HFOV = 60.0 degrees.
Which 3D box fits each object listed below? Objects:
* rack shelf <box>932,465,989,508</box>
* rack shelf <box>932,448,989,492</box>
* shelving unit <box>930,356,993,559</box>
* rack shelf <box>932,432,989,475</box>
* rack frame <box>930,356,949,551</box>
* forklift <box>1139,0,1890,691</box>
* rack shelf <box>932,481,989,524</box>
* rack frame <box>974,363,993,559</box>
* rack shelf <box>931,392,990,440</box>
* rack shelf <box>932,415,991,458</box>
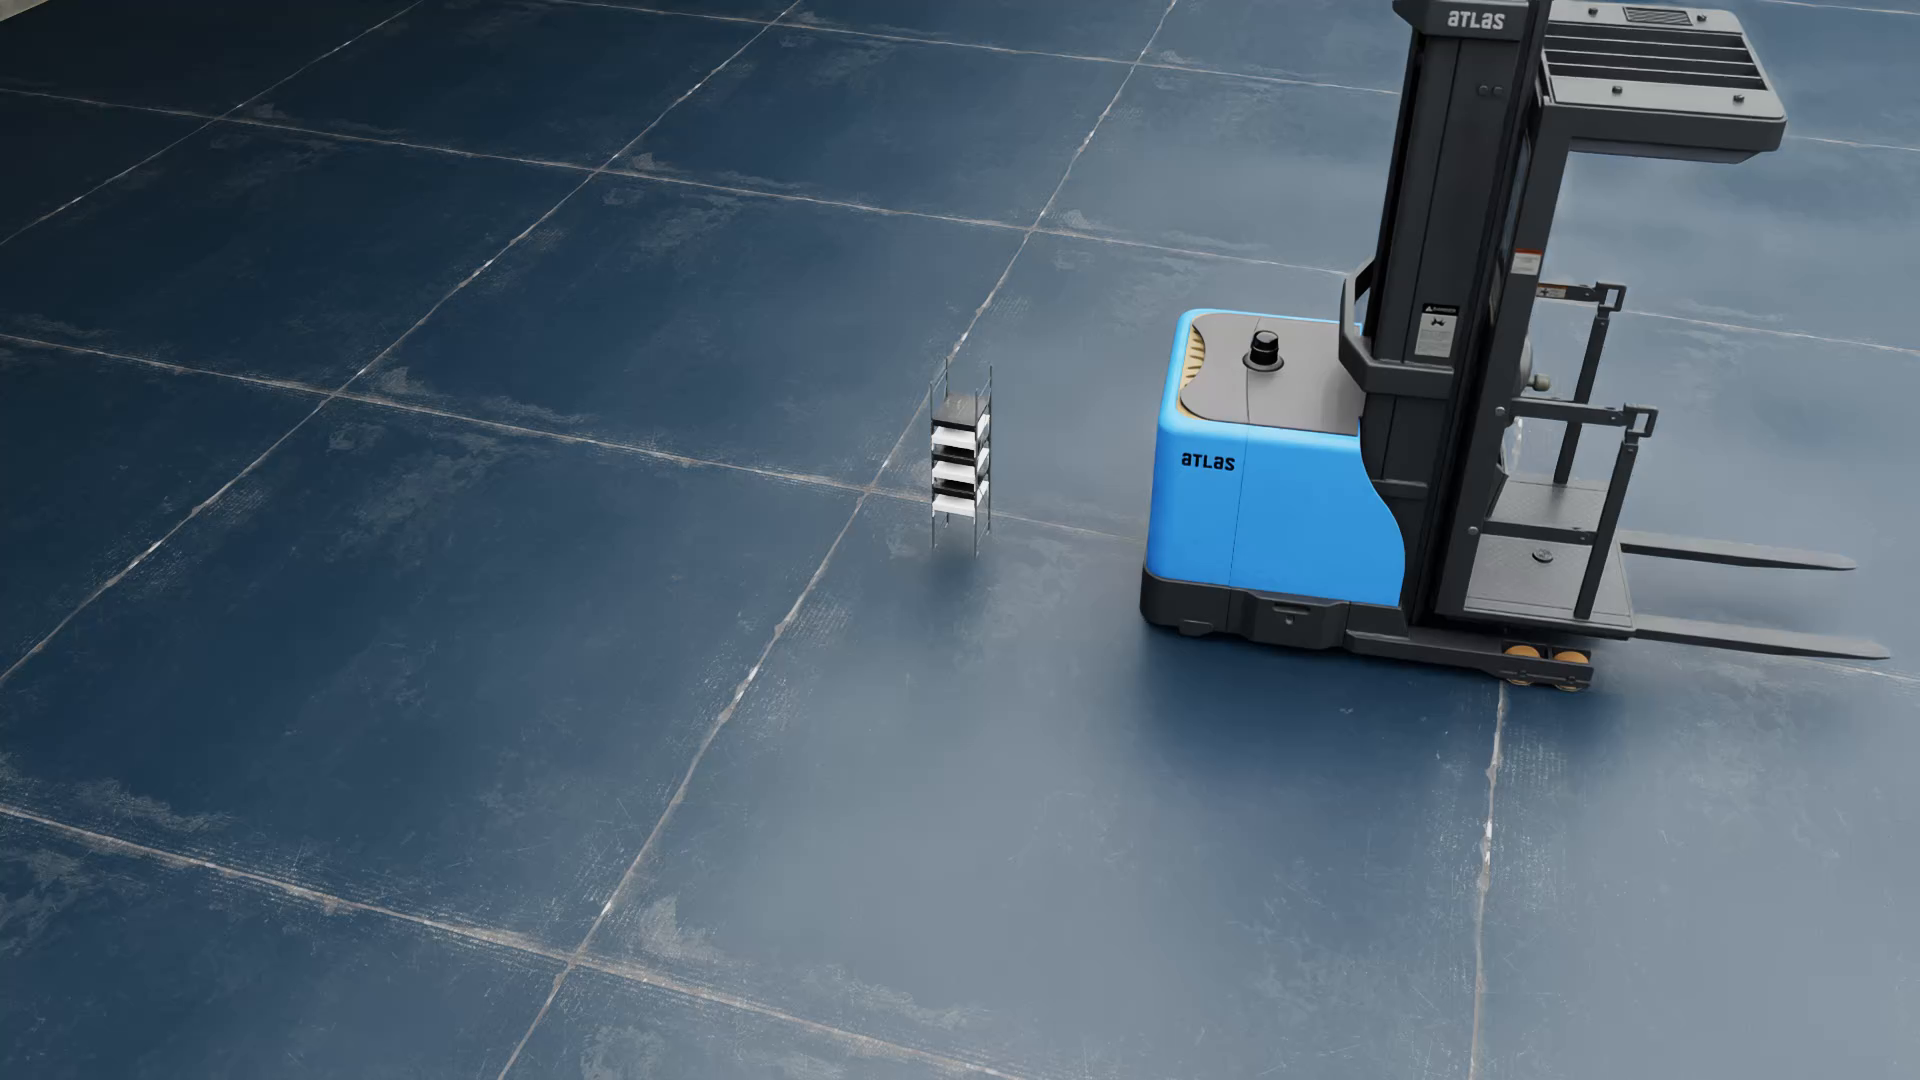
[{"bbox_3d":[0.008,-0.262,7.554,0.200,0.077,0.258,10,38,14],"label":"rack shelf"},{"bbox_3d":[0.008,-0.334,7.501,0.200,0.077,0.258,10,38,14],"label":"rack shelf"},{"bbox_3d":[0.008,-0.361,7.481,0.210,0.900,0.258,10,38,14],"label":"shelving unit"},{"bbox_3d":[0.008,-0.407,7.448,0.200,0.077,0.258,10,38,14],"label":"rack shelf"},{"bbox_3d":[-0.089,-0.379,7.506,0.006,0.900,0.240,10,38,14],"label":"rack frame"},{"bbox_3d":[2.349,-0.898,6.498,3.031,2.935,1.130,7,37,9],"label":"forklift"},{"bbox_3d":[0.008,-0.189,7.608,0.200,0.077,0.258,10,38,14],"label":"rack shelf"},{"bbox_3d":[0.105,-0.343,7.457,0.006,0.900,0.240,10,38,14],"label":"rack frame"},{"bbox_3d":[0.008,-0.552,7.341,0.200,0.077,0.258,10,38,14],"label":"rack shelf"},{"bbox_3d":[0.008,-0.479,7.394,0.200,0.077,0.258,10,38,14],"label":"rack shelf"}]
